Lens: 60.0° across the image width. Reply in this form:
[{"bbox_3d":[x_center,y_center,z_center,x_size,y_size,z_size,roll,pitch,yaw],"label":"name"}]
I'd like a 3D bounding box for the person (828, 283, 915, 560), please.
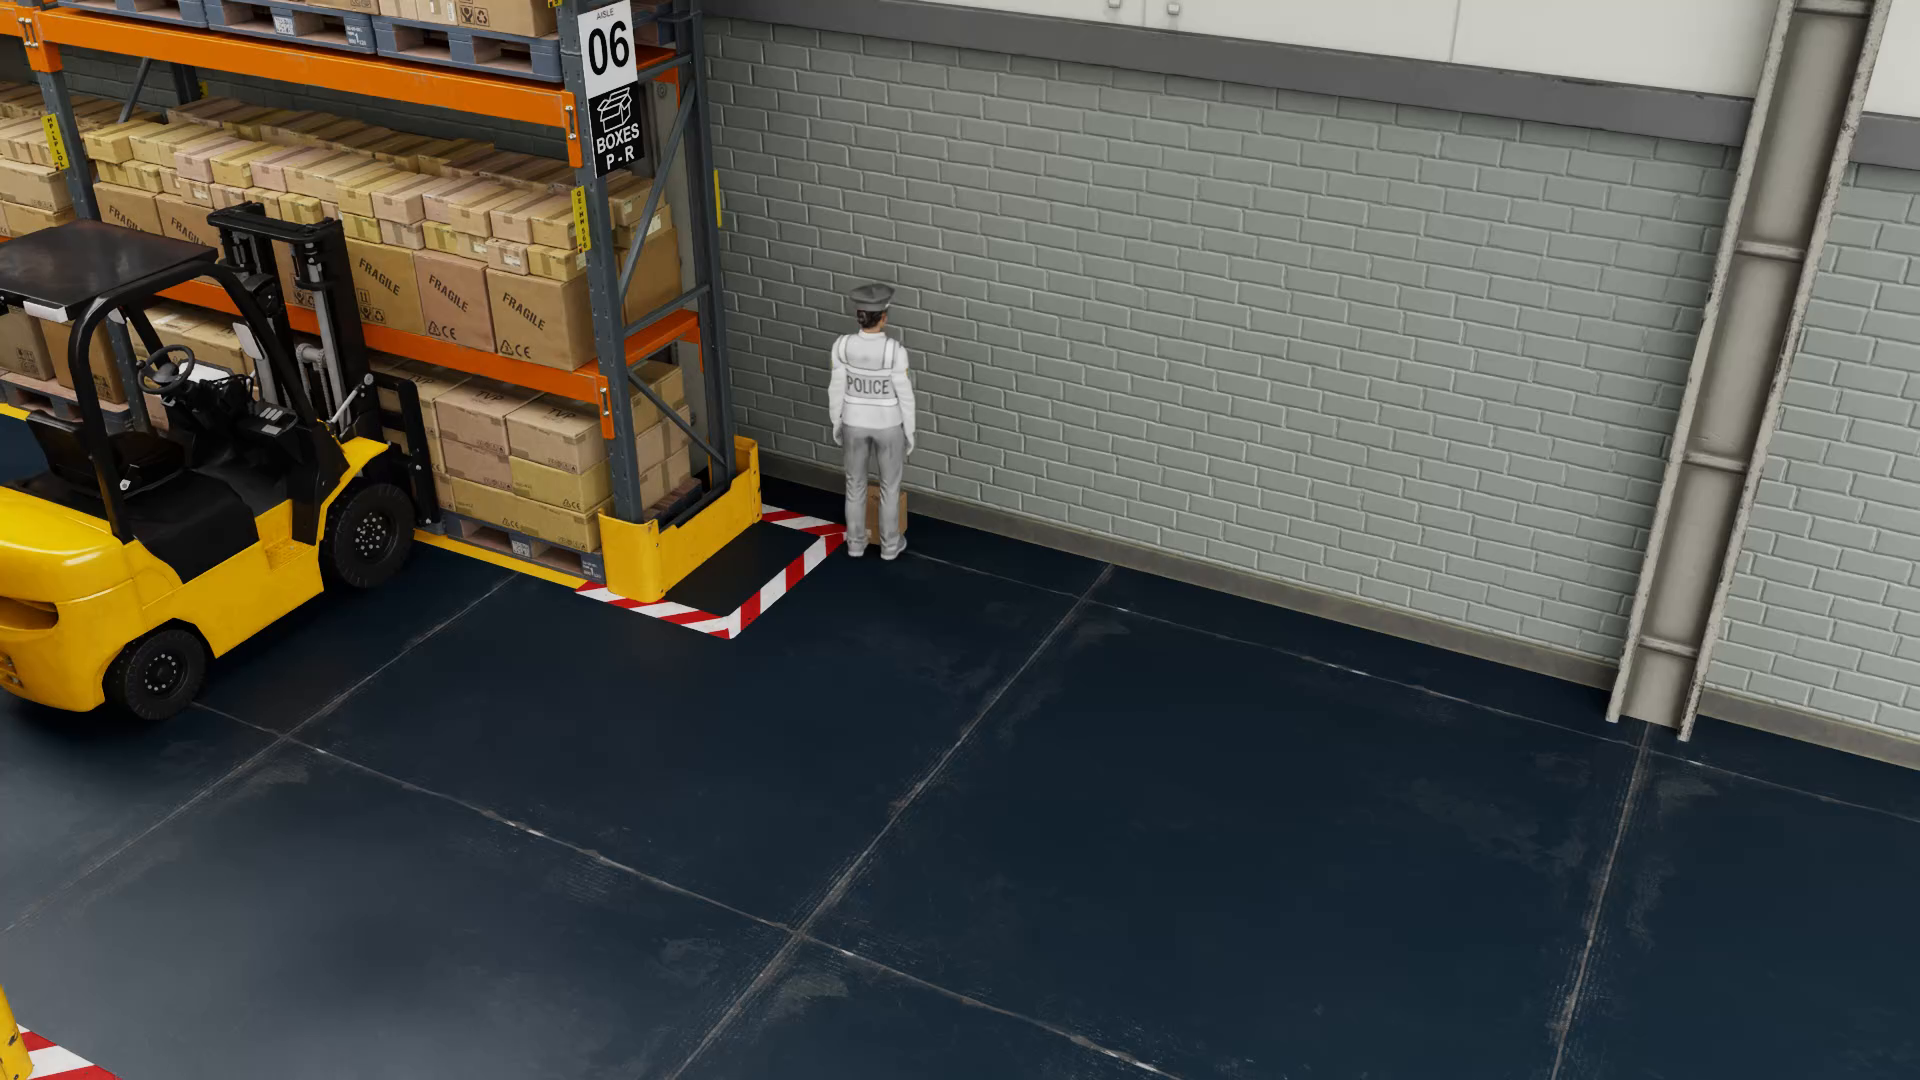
[{"bbox_3d":[-0.477,-0.638,9.344,0.501,1.681,0.372,5,31,9],"label":"person"}]
